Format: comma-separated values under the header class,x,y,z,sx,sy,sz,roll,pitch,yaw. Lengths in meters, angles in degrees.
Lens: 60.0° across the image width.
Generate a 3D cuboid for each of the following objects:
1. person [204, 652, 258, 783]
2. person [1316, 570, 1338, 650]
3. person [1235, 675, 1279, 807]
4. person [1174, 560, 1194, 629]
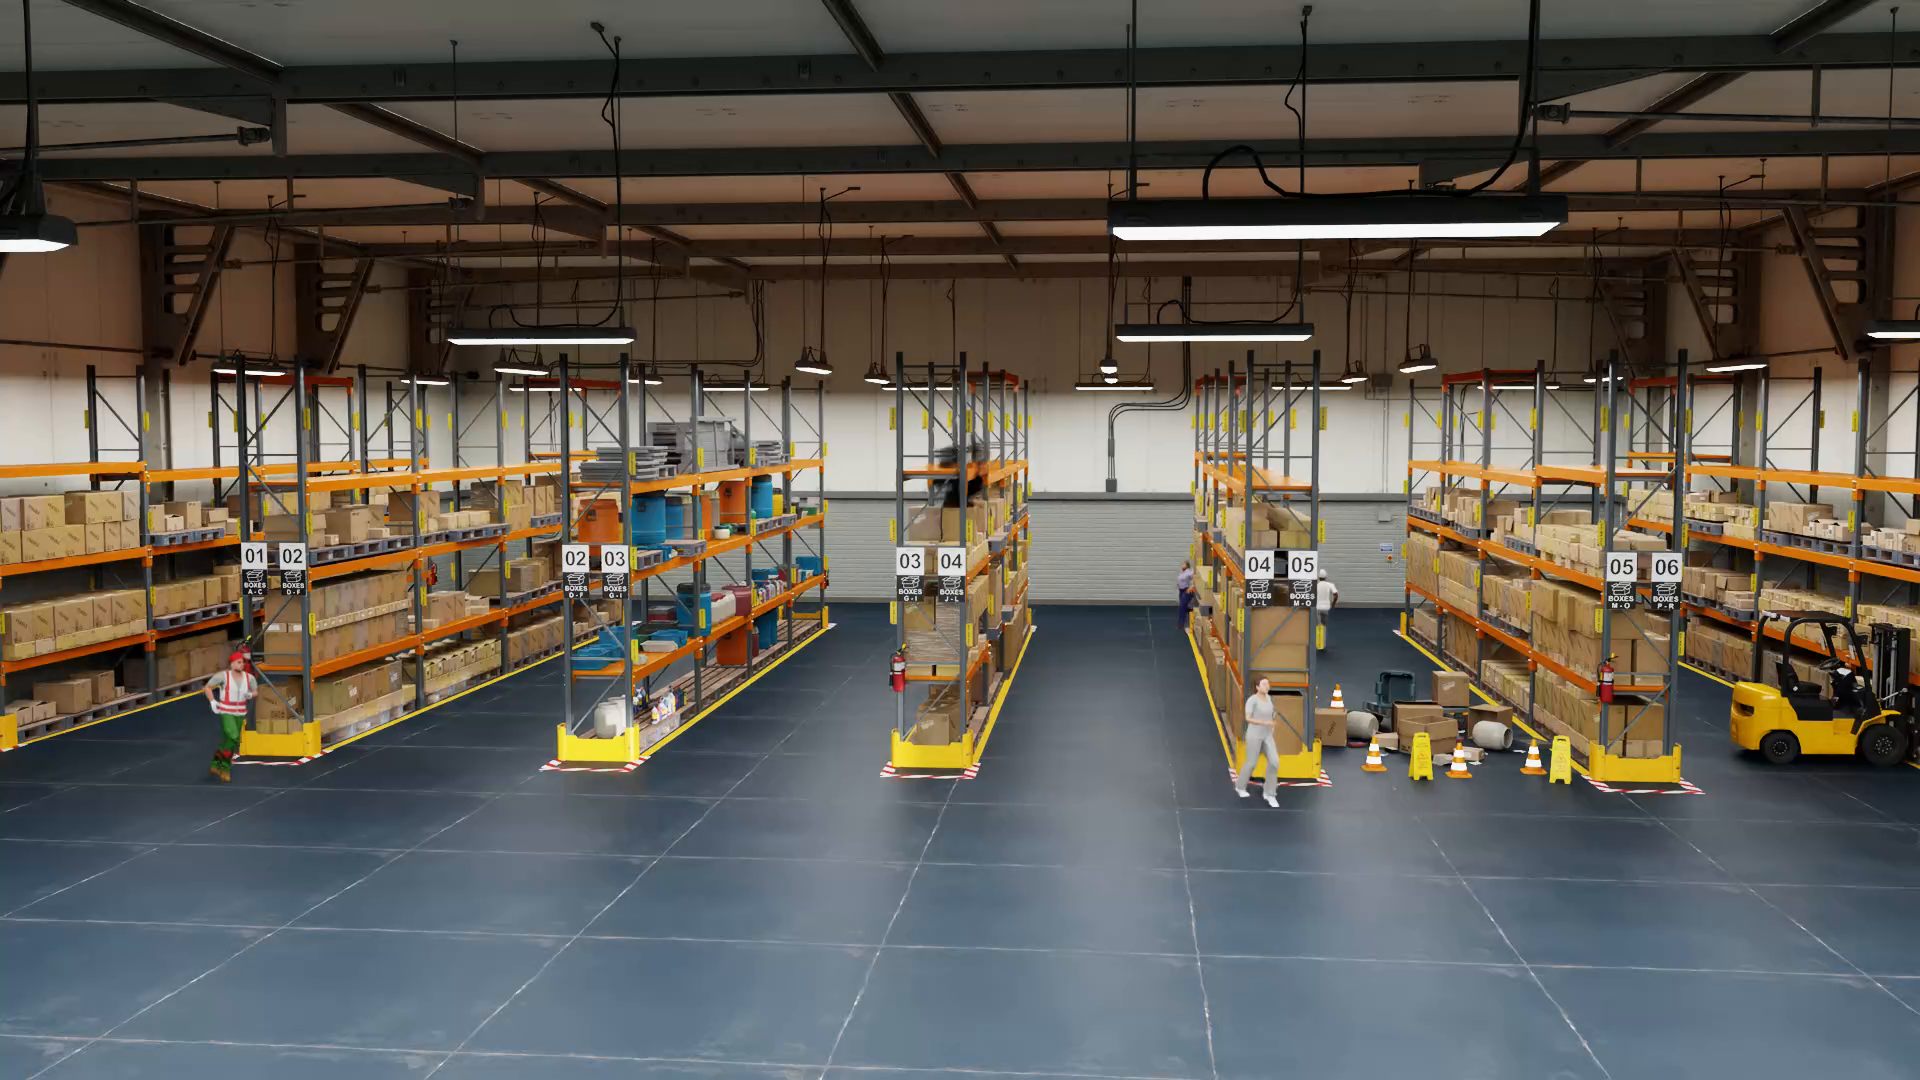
class,x,y,z,sx,sy,sz,roll,pitch,yaw
person,-10.241,2.449,23.395,0.732,1.757,0.695,3,5,36
person,7.845,1.567,36.169,0.704,1.835,0.745,0,4,2
person,3.927,2.628,21.831,0.579,1.737,0.751,-2,5,-31
person,5.539,1.330,40.515,0.835,1.677,0.655,-2,4,-24
